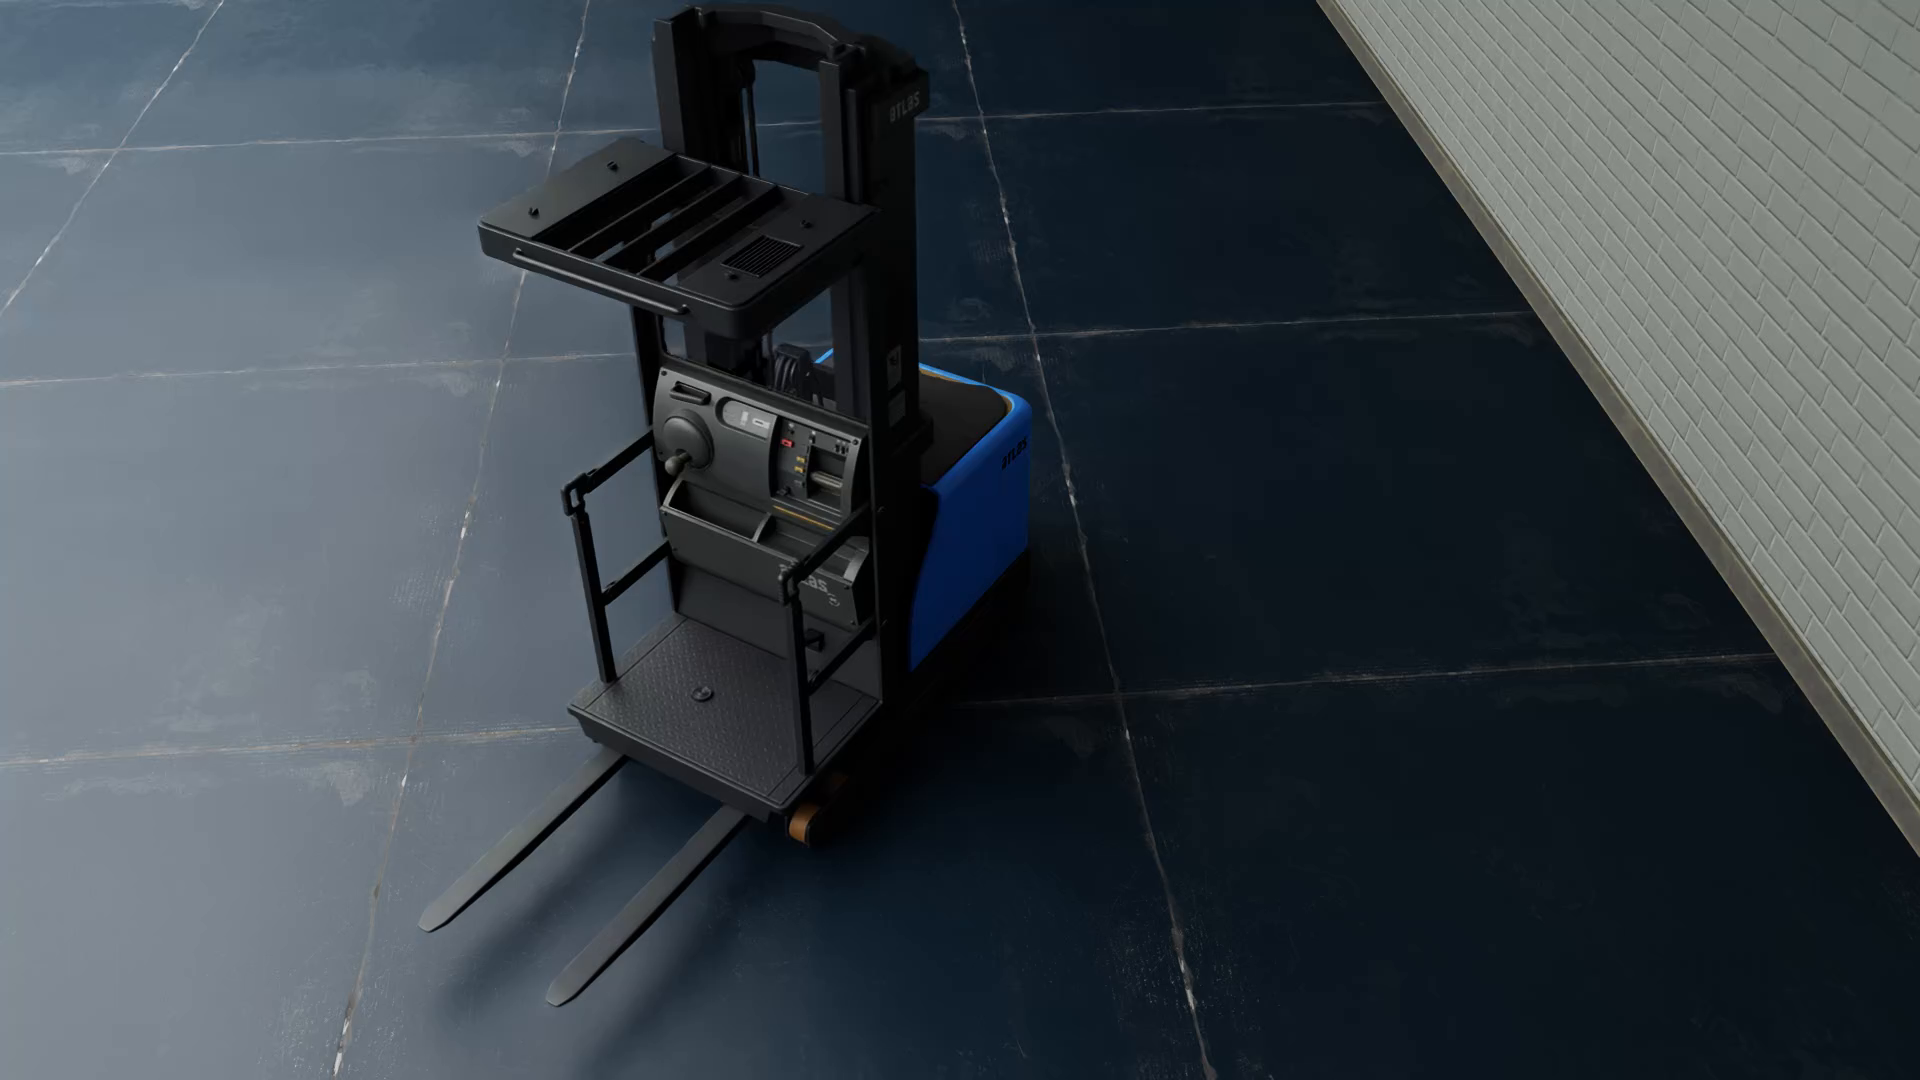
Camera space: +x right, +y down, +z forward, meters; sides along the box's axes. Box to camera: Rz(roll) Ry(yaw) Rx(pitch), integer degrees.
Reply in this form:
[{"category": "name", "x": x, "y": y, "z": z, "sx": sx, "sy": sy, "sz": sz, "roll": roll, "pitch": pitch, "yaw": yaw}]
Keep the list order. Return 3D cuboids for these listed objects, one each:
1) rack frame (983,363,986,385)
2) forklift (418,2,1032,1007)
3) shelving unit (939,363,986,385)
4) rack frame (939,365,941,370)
[{"category": "rack frame", "x": 0.120, "y": -0.386, "z": 7.834, "sx": 0.006, "sy": 0.900, "sz": 0.240, "roll": -3, "pitch": 38, "yaw": -4}, {"category": "forklift", "x": -0.873, "y": -0.286, "z": 6.068, "sx": 1.130, "sy": 2.935, "sz": 3.031, "roll": 21, "pitch": 43, "yaw": 24}, {"category": "shelving unit", "x": 0.018, "y": -0.380, "z": 7.827, "sx": 0.210, "sy": 0.900, "sz": 0.258, "roll": -3, "pitch": 38, "yaw": -4}, {"category": "rack frame", "x": -0.083, "y": -0.374, "z": 7.820, "sx": 0.006, "sy": 0.900, "sz": 0.240, "roll": -3, "pitch": 38, "yaw": -4}]
